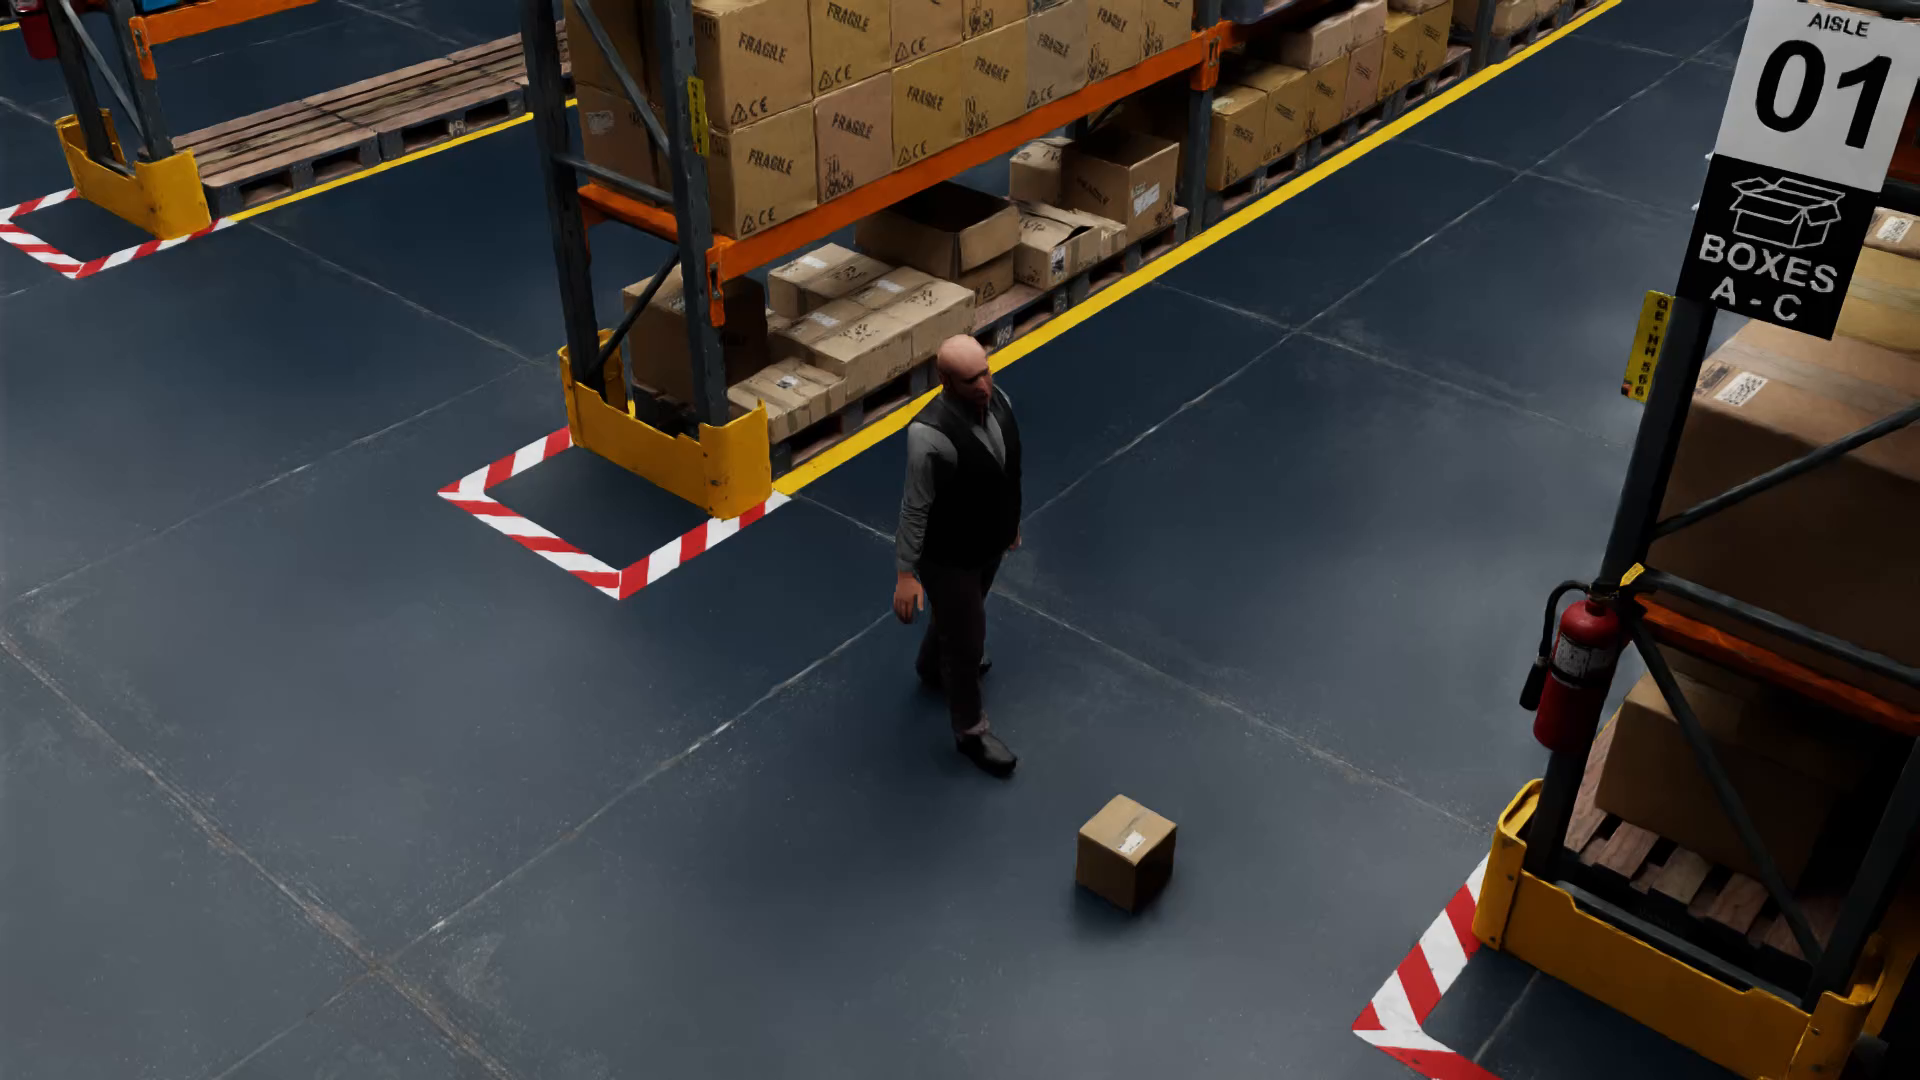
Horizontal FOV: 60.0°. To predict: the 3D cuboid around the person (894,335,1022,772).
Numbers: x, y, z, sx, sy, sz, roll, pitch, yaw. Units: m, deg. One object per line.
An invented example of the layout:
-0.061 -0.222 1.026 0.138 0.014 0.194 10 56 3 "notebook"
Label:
0.013 0.043 6.099 0.627 1.722 0.724 20 40 26 "person"
